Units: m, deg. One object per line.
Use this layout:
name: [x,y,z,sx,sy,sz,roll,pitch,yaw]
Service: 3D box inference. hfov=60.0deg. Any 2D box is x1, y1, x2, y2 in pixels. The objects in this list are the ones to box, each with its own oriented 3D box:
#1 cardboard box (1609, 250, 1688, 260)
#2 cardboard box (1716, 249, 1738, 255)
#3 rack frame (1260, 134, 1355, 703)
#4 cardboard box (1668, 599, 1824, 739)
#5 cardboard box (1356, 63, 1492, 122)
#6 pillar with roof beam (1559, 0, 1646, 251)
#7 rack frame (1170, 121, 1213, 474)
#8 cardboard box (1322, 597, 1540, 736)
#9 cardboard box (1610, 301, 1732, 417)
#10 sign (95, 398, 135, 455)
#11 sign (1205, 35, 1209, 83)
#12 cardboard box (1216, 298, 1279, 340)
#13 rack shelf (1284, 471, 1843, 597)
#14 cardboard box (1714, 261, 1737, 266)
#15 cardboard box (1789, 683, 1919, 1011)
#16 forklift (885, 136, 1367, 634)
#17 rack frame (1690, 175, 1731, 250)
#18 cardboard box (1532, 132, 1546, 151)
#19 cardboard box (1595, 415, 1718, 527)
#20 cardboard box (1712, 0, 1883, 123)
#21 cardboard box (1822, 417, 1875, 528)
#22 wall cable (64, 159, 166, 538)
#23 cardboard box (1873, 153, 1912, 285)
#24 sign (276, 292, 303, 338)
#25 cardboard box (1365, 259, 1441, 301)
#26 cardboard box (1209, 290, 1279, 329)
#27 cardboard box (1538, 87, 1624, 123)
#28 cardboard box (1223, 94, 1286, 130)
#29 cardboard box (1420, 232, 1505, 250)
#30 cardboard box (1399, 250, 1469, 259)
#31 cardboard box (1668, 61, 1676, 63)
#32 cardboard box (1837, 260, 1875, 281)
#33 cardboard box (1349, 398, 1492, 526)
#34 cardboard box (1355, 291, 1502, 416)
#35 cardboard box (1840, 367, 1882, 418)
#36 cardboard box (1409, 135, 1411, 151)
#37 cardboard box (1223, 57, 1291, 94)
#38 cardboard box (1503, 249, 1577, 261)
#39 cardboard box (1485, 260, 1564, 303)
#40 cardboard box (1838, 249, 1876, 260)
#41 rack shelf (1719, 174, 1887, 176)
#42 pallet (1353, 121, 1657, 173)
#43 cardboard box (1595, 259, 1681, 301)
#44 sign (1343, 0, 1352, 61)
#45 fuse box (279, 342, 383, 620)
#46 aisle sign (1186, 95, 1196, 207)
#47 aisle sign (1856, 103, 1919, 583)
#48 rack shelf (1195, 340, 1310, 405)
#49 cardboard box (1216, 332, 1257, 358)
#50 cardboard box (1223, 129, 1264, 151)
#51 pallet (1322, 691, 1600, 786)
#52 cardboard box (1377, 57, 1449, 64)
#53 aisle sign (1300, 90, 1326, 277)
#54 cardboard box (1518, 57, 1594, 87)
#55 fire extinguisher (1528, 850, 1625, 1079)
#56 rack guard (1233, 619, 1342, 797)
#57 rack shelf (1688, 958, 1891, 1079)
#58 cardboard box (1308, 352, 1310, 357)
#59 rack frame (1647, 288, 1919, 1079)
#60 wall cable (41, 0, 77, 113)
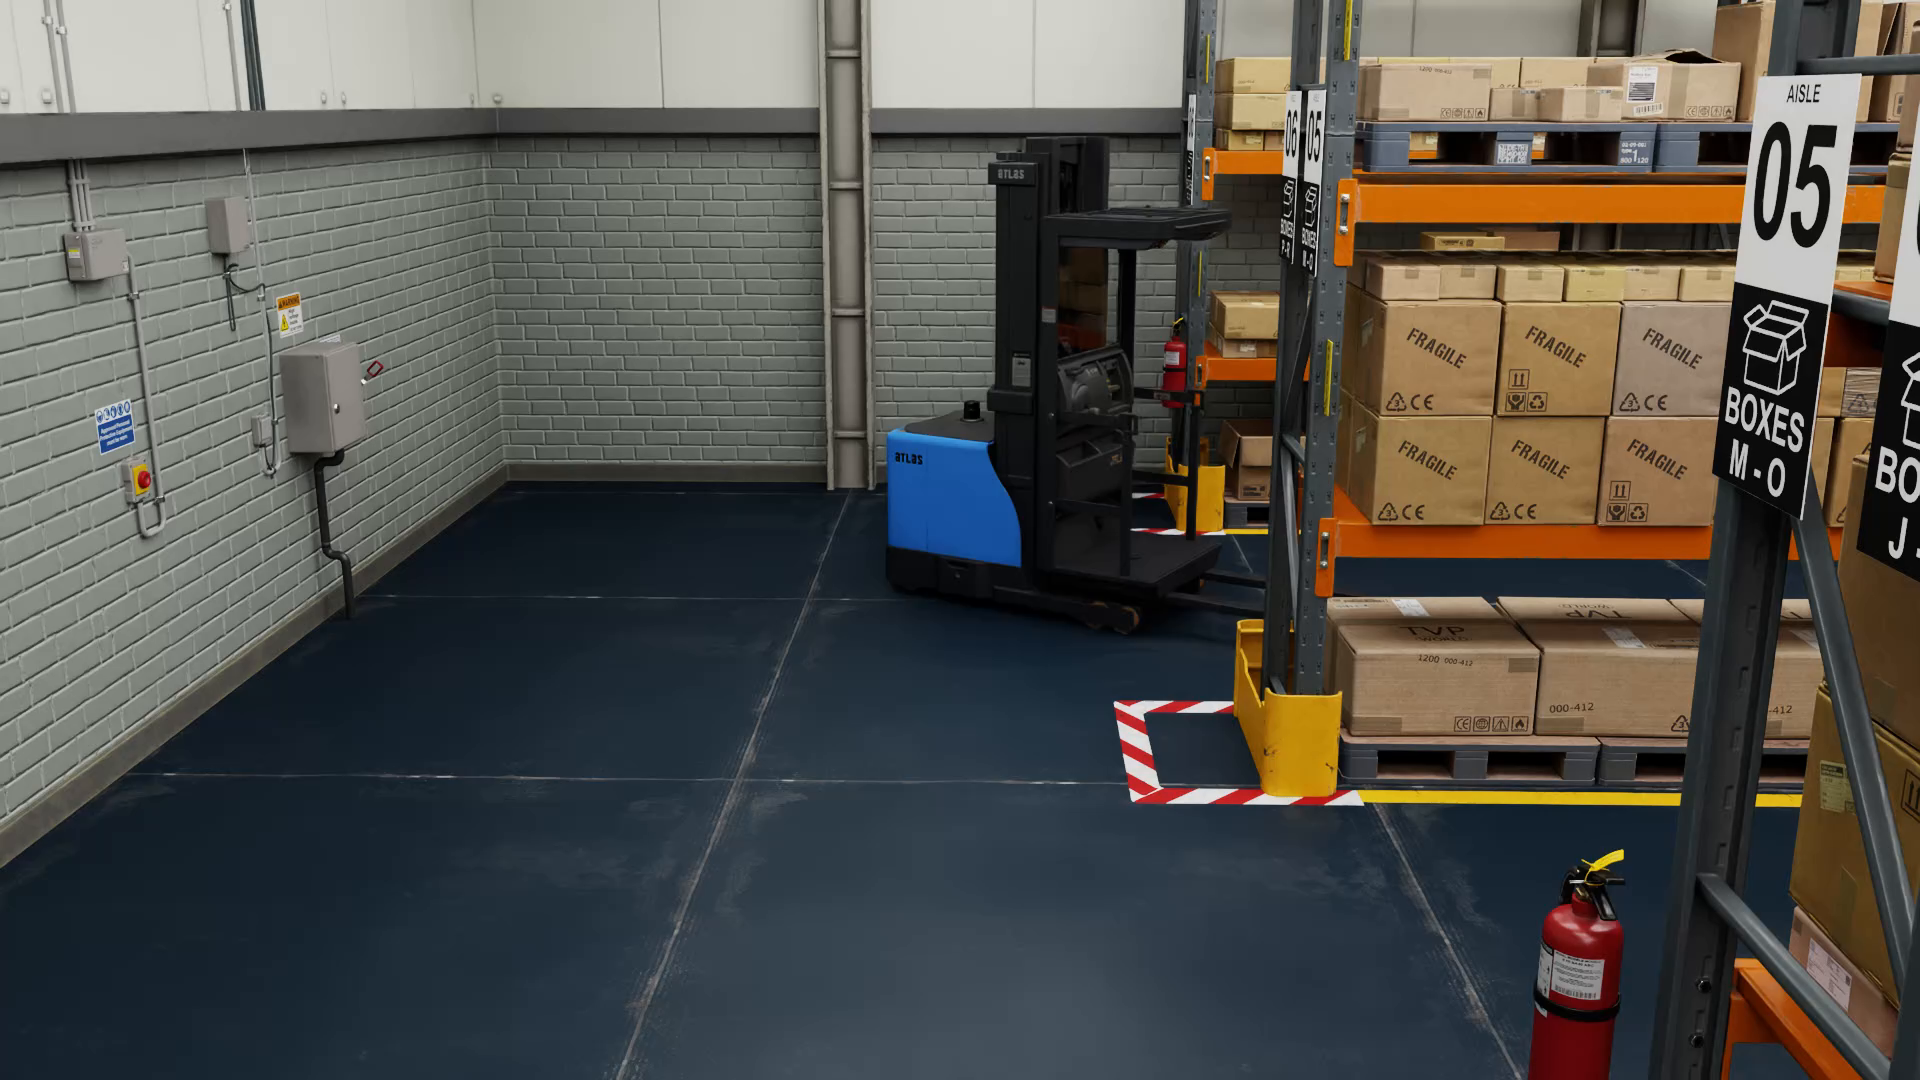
cardboard box: [3.278,-1.296,7.946,0.250,0.149,0.380,1,15,3]
cardboard box: [3.804,-1.299,7.955,0.250,0.149,0.380,0,15,2]
rack frame: [1.637,-0.397,7.963,0.127,3.000,1.000,0,15,1]
cardboard box: [4.116,0.628,8.278,0.875,0.438,0.875,0,15,0]
cardboard box: [2.089,-2.046,7.609,0.500,0.250,0.500,-1,15,-4]
pillar with roof beam: [4.976,-3.674,8.624,0.400,9.000,9.100,0,15,1]
rack frame: [1.760,-1.662,12.761,0.127,3.000,1.000,0,15,1]
cardboard box: [2.299,0.618,8.316,0.875,0.438,0.875,0,15,0]
cardboard box: [3.141,-0.850,7.524,0.500,0.500,0.500,0,15,1]
sign: [-4.063,-0.546,8.000,0.001,0.218,0.327,0,15,1]
sign: [1.746,-3.397,11.742,0.005,0.325,0.100,0,15,1]
cardboard box: [2.207,-1.662,12.470,0.500,0.250,0.500,0,15,2]
rack shelf: [3.636,-0.036,8.005,4.000,0.370,1.077,0,15,1]
cardboard box: [3.534,-1.148,7.384,0.250,0.149,0.380,0,15,0]
cardboard box: [2.067,0.612,3.363,0.500,0.500,0.500,1,15,3]
forklift: [1.031,-0.996,10.371,3.031,2.935,1.130,9,17,30]
rack frame: [5.759,-1.636,12.662,0.127,3.000,1.000,0,15,1]
cardboard box: [4.115,-2.911,12.104,0.250,0.149,0.380,1,15,2]
cardboard box: [3.124,-0.364,7.645,0.500,0.500,0.500,0,15,1]
cardboard box: [3.648,-2.095,7.306,0.500,0.500,0.500,1,15,2]
cardboard box: [4.148,-0.358,7.621,0.500,0.500,0.500,0,15,1]
wall cable: [-4.001,-0.934,7.946,0.123,1.953,0.585,0,15,1]
cardboard box: [2.073,-0.576,3.057,0.500,0.250,0.500,0,15,0]
sign: [-4.010,-1.349,9.953,0.001,0.242,0.339,0,15,1]
cardboard box: [1.985,-1.169,7.463,0.250,0.149,0.380,1,15,3]
cardboard box: [2.226,-1.798,12.987,0.500,0.250,0.500,1,15,3]
cardboard box: [2.719,-1.911,7.297,0.250,0.149,0.380,1,15,3]
cardboard box: [2.196,-3.111,12.084,0.500,0.250,0.500,0,15,1]
cardboard box: [3.706,-2.015,12.338,0.500,0.500,0.500,1,15,3]
cardboard box: [2.255,-1.295,7.941,0.250,0.149,0.380,1,15,2]
cardboard box: [5.248,-3.342,11.977,0.500,0.250,0.500,0,15,2]
cardboard box: [4.043,-1.161,7.434,0.250,0.149,0.380,0,15,0]
cardboard box: [2.109,-0.369,7.661,0.500,0.500,0.500,0,15,1]
cardboard box: [2.109,-0.853,7.535,0.500,0.500,0.500,0,15,0]
cardboard box: [4.141,-0.841,7.492,0.500,0.500,0.500,1,15,2]
cardboard box: [3.100,-2.901,12.069,0.250,0.149,0.380,0,15,1]
cardboard box: [2.197,-3.359,12.042,0.500,0.250,0.500,0,15,1]
cardboard box: [2.766,-1.303,7.970,0.250,0.149,0.380,1,15,3]
cardboard box: [2.505,-1.155,7.408,0.250,0.149,0.380,1,15,3]
cardboard box: [4.302,-1.299,7.956,0.250,0.149,0.380,0,15,0]
rack shelf: [7.758,-2.726,12.322,4.000,0.370,1.077,0,15,1]
pallet: [2.379,-1.802,7.583,1.213,0.211,1.003,0,15,1]
cardboard box: [3.033,-1.169,7.464,0.250,0.149,0.380,1,15,2]
sign: [1.617,-2.166,6.922,0.005,0.325,0.100,0,15,1]
fuse box: [-3.801,-0.339,10.271,0.414,1.711,0.539,0,15,1]
aisle sign: [1.684,-2.845,12.147,0.004,0.787,0.394,0,15,1]
aisle sign: [1.531,-0.314,2.556,0.004,0.787,0.394,0,15,1]
rack shelf: [3.759,-1.301,12.803,4.000,0.370,1.077,0,15,1]
cardboard box: [2.081,-1.469,12.520,0.250,0.149,0.380,0,15,1]
cardboard box: [2.073,-2.930,12.178,0.250,0.149,0.380,1,15,3]
pallet: [2.438,0.937,8.374,1.213,0.211,1.003,0,15,1]
cardboard box: [3.207,-3.351,12.012,0.500,0.250,0.500,0,15,1]
aisle sign: [1.557,-1.580,7.353,0.004,0.787,0.394,0,15,1]
cardboard box: [4.234,-3.348,12.001,0.500,0.250,0.500,1,15,2]
fire extinguisher: [1.371,0.965,3.685,0.183,0.674,0.296,0,15,1]
rack guard: [1.613,0.812,8.282,0.348,0.500,1.175,0,15,1]
rack shelf: [3.611,1.227,3.218,4.000,0.370,1.077,0,15,1]
cardboard box: [2.600,-1.486,12.585,0.250,0.149,0.380,0,15,1]
rack frame: [1.611,0.867,3.176,0.127,3.000,1.000,0,15,1]
wall cable: [-4.057,-3.262,7.066,0.029,3.000,0.463,0,15,1]
